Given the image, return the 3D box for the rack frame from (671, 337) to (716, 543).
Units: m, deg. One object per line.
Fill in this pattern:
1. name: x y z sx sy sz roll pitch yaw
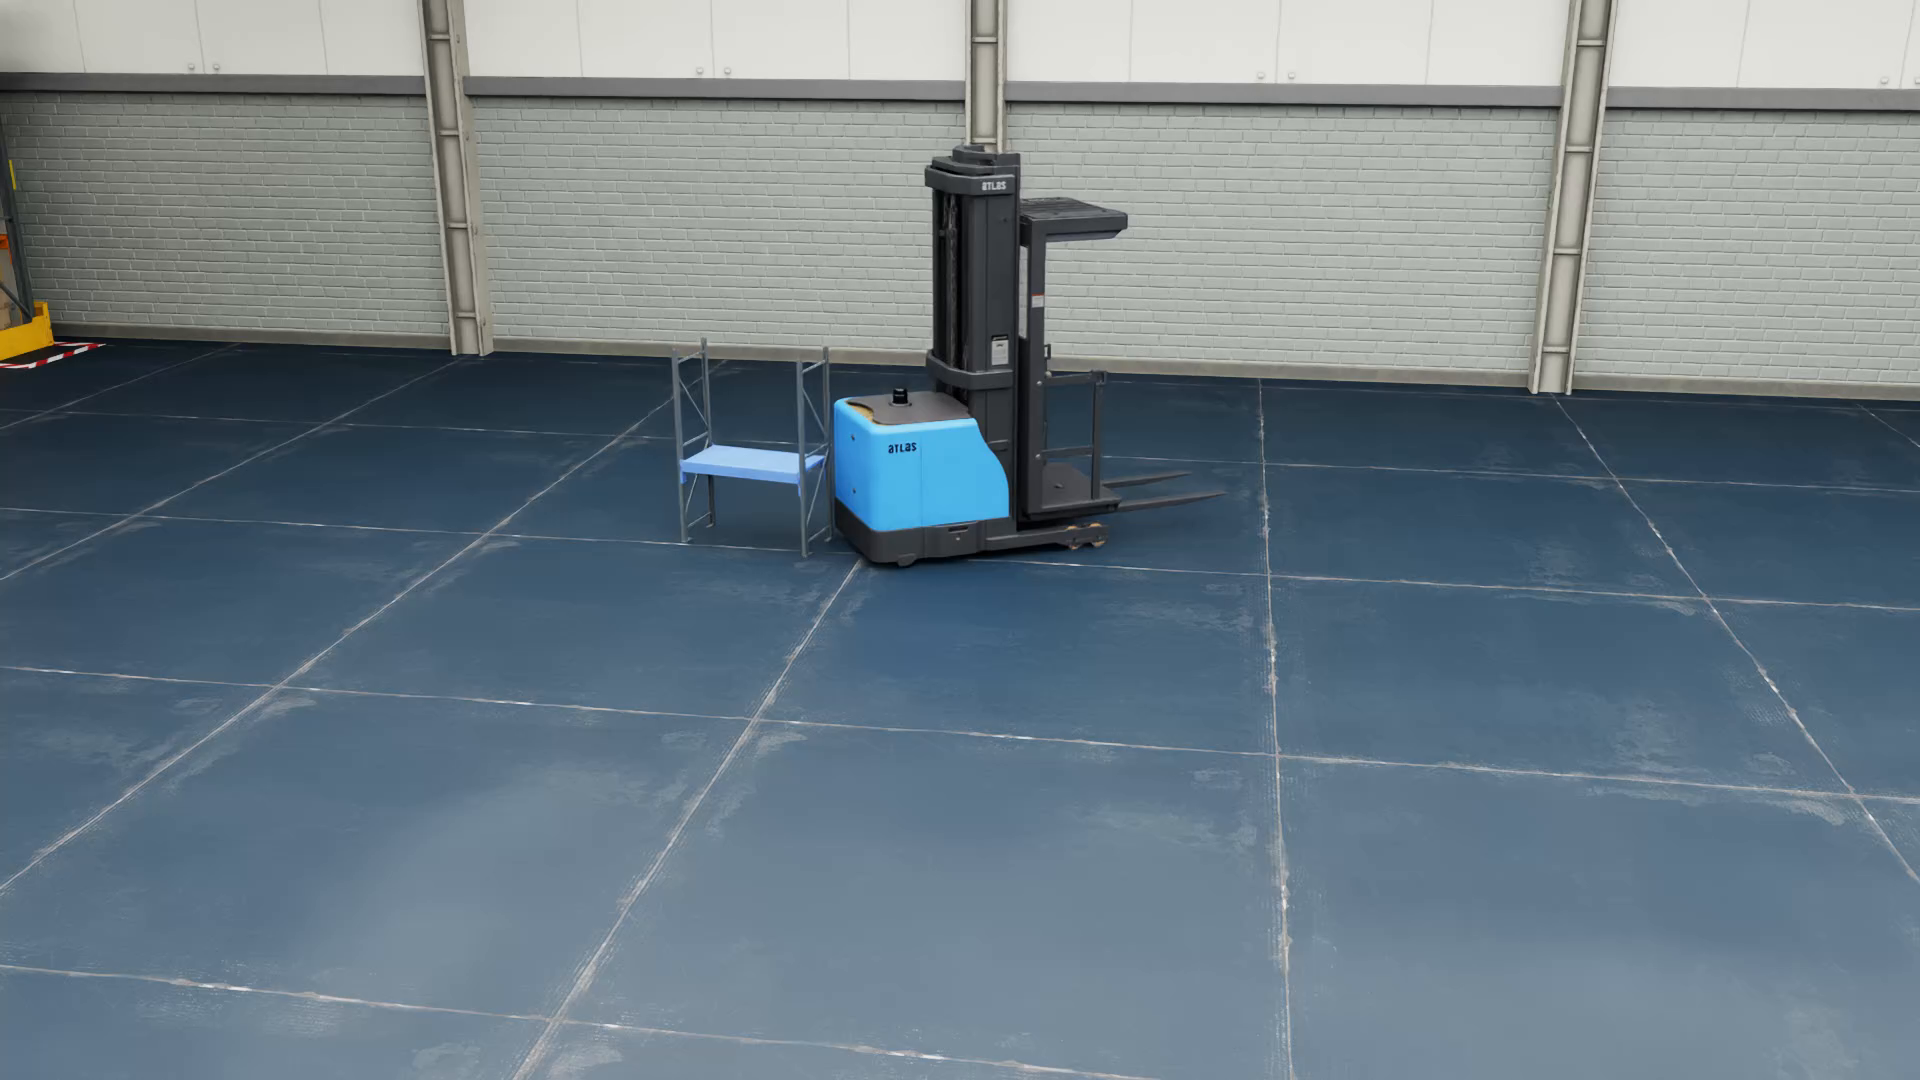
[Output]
1. rack frame: -2.033 -0.764 12.723 0.032 1.500 0.500 7 20 19

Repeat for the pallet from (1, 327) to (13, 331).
1. pallet: -11.791 -2.286 19.301 1.213 0.211 1.003 3 19 9

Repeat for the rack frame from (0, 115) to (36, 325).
1. rack frame: -11.029 -3.583 18.783 0.127 3.000 1.000 3 19 9

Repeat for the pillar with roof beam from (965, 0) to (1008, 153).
1. pillar with roof beam: -0.408 -4.792 12.944 0.400 9.000 9.100 3 19 9

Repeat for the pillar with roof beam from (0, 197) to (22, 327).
1. pillar with roof beam: -12.257 -5.396 14.749 0.400 9.000 9.100 3 19 9

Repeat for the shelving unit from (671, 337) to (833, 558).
1. shelving unit: -1.556 -0.709 12.558 1.048 1.500 0.538 7 20 19

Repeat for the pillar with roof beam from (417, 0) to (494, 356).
1. pillar with roof beam: -6.332 -5.094 13.847 0.400 9.000 9.100 3 19 9

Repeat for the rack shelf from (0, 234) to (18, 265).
1. rack shelf: -13.004 -3.342 19.198 4.000 0.370 1.077 3 19 9

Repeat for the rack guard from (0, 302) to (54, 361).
1. rack guard: -11.005 -2.396 19.176 0.348 0.500 1.175 3 19 9

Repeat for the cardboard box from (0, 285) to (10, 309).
1. cardboard box: -11.460 -2.804 19.339 0.500 0.250 0.500 3 19 10

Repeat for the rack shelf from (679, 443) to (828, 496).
1. rack shelf: -1.556 -0.538 12.615 1.000 0.185 0.538 7 20 19

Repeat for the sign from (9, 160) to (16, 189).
1. sign: -10.935 -4.204 19.152 0.005 0.325 0.100 3 19 9

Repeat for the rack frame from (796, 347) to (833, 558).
1. rack frame: -1.078 -0.654 12.393 0.032 1.500 0.500 7 20 19

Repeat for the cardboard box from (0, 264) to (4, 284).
1. cardboard box: -11.474 -3.035 19.244 0.500 0.250 0.500 3 19 8

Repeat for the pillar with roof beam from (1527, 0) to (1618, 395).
1. pillar with roof beam: 5.516 -4.490 12.042 0.400 9.000 9.100 3 19 9

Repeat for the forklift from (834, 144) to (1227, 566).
1. forklift: 0.598 -1.475 12.592 3.031 2.935 1.130 -7 20 -20

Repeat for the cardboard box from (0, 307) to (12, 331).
1. cardboard box: -11.483 -2.564 19.410 0.500 0.250 0.500 3 19 9
